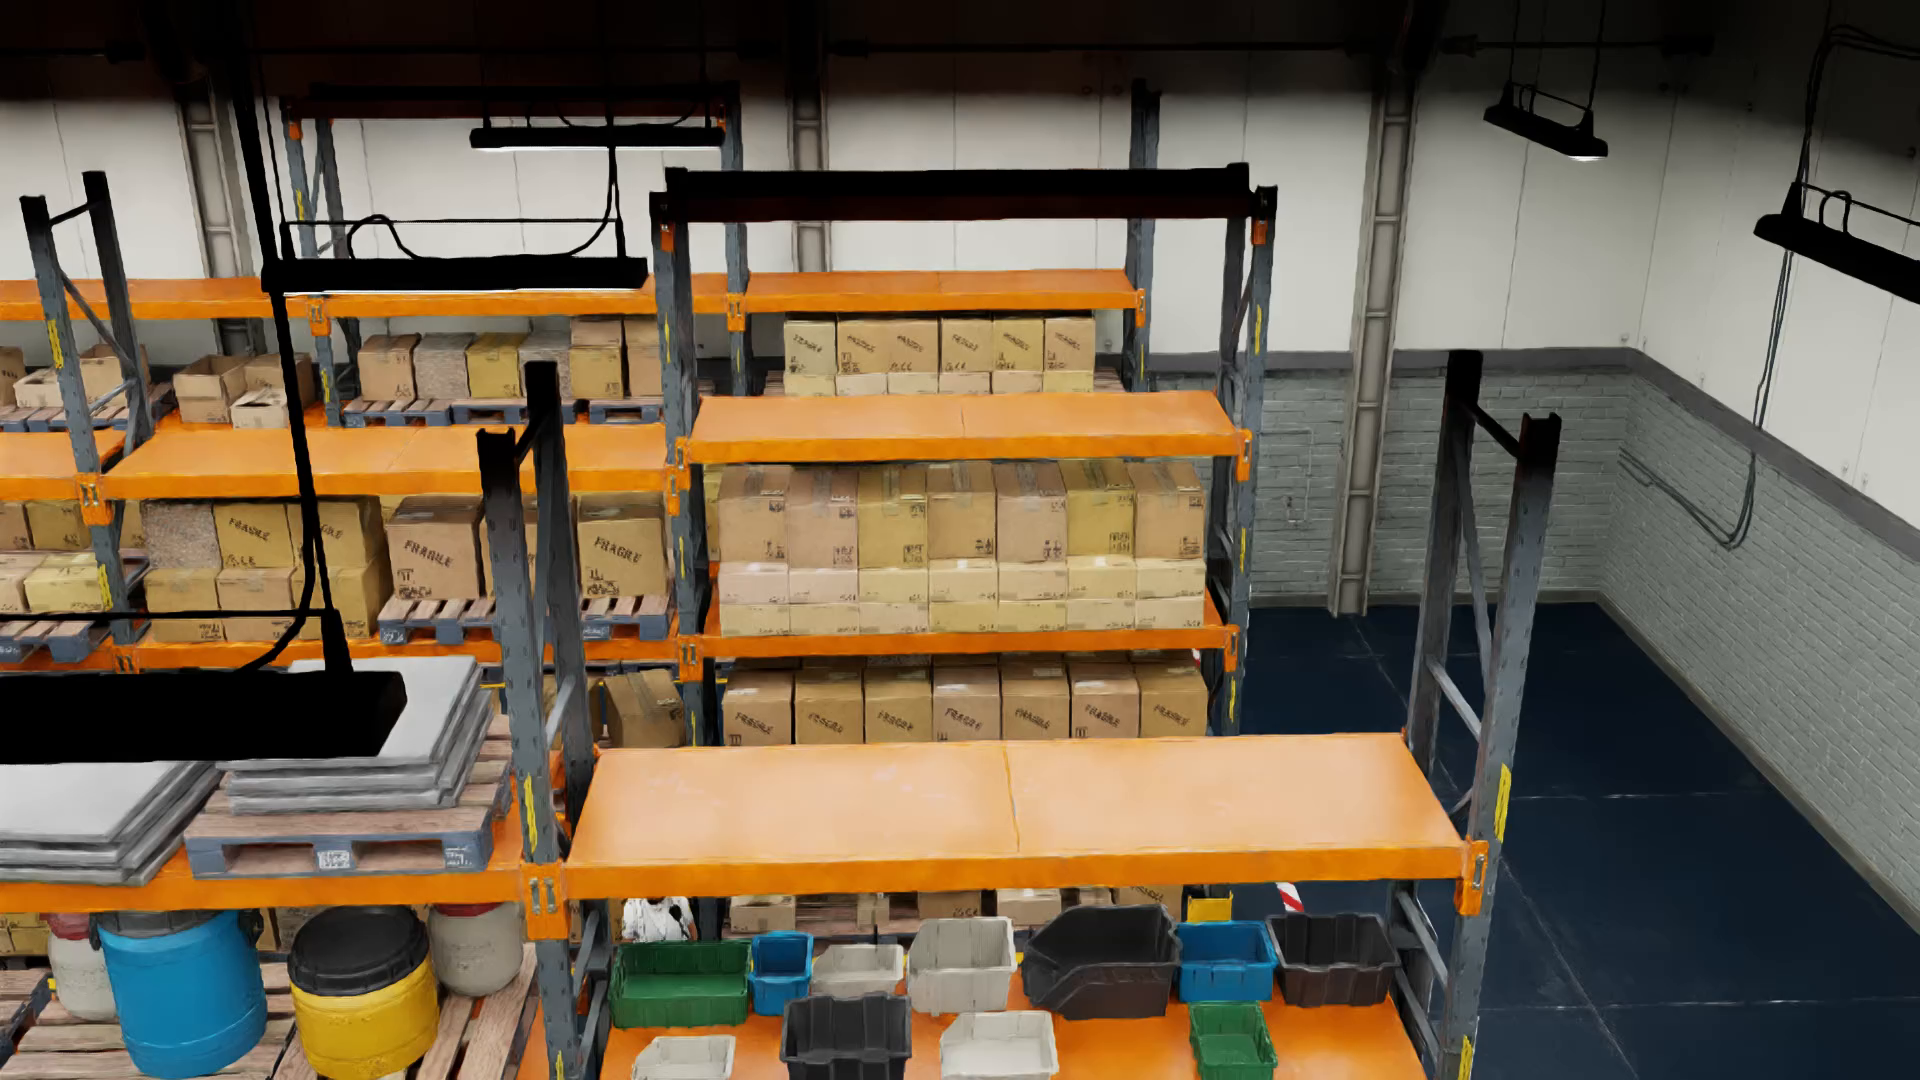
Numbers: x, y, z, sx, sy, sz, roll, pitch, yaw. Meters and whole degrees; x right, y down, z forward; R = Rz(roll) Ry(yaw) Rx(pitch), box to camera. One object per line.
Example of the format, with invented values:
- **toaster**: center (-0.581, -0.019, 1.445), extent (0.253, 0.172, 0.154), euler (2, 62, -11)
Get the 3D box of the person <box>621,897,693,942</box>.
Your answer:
- **person**: center (-2.091, 2.980, 11.577), extent (0.552, 1.671, 0.463), euler (-7, 23, -17)
